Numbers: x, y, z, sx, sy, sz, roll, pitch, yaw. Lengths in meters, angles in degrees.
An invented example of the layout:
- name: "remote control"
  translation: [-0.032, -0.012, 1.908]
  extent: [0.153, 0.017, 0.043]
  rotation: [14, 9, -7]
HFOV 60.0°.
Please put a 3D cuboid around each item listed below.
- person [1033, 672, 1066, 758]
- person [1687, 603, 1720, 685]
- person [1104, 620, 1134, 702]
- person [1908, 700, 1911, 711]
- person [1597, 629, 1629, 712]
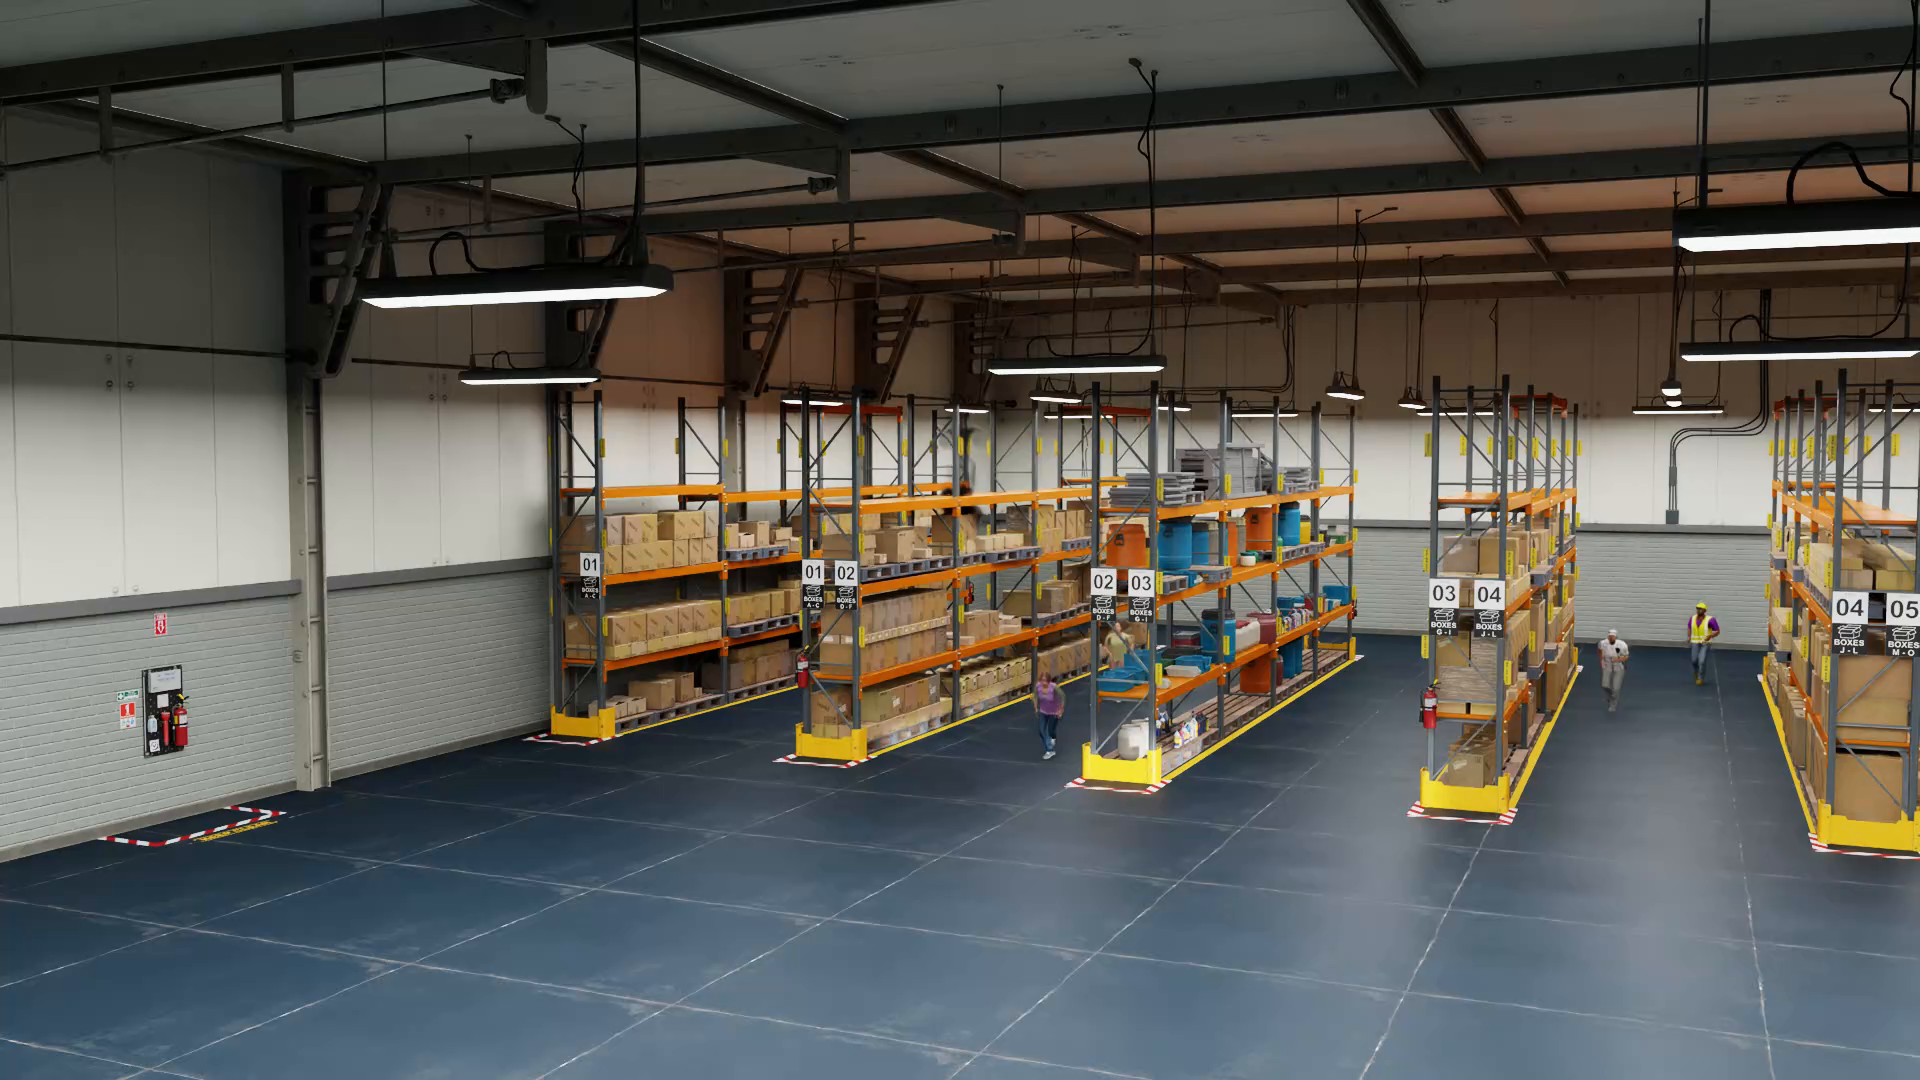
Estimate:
- name: "person"
  translation: [1.470, 2.811, 26.947]
  extent: [0.552, 1.436, 0.887]
  rotation: [1, 3, 17]
- name: "person"
  translation: [15.712, 2.197, 35.223]
  extent: [0.686, 1.731, 0.616]
  rotation: [3, 4, 42]
- name: "person"
  translation: [3.102, 2.384, 32.640]
  extent: [0.561, 1.624, 0.621]
  rotation: [1, 3, 13]
- name: "person"
  translation: [18.059, 2.381, 31.733]
  extent: [0.640, 1.726, 0.662]
  rotation: [1, 3, 17]
- name: "person"
  translation: [12.379, 2.477, 31.571]
  extent: [0.592, 1.593, 0.667]
  rotation: [2, 4, 27]
